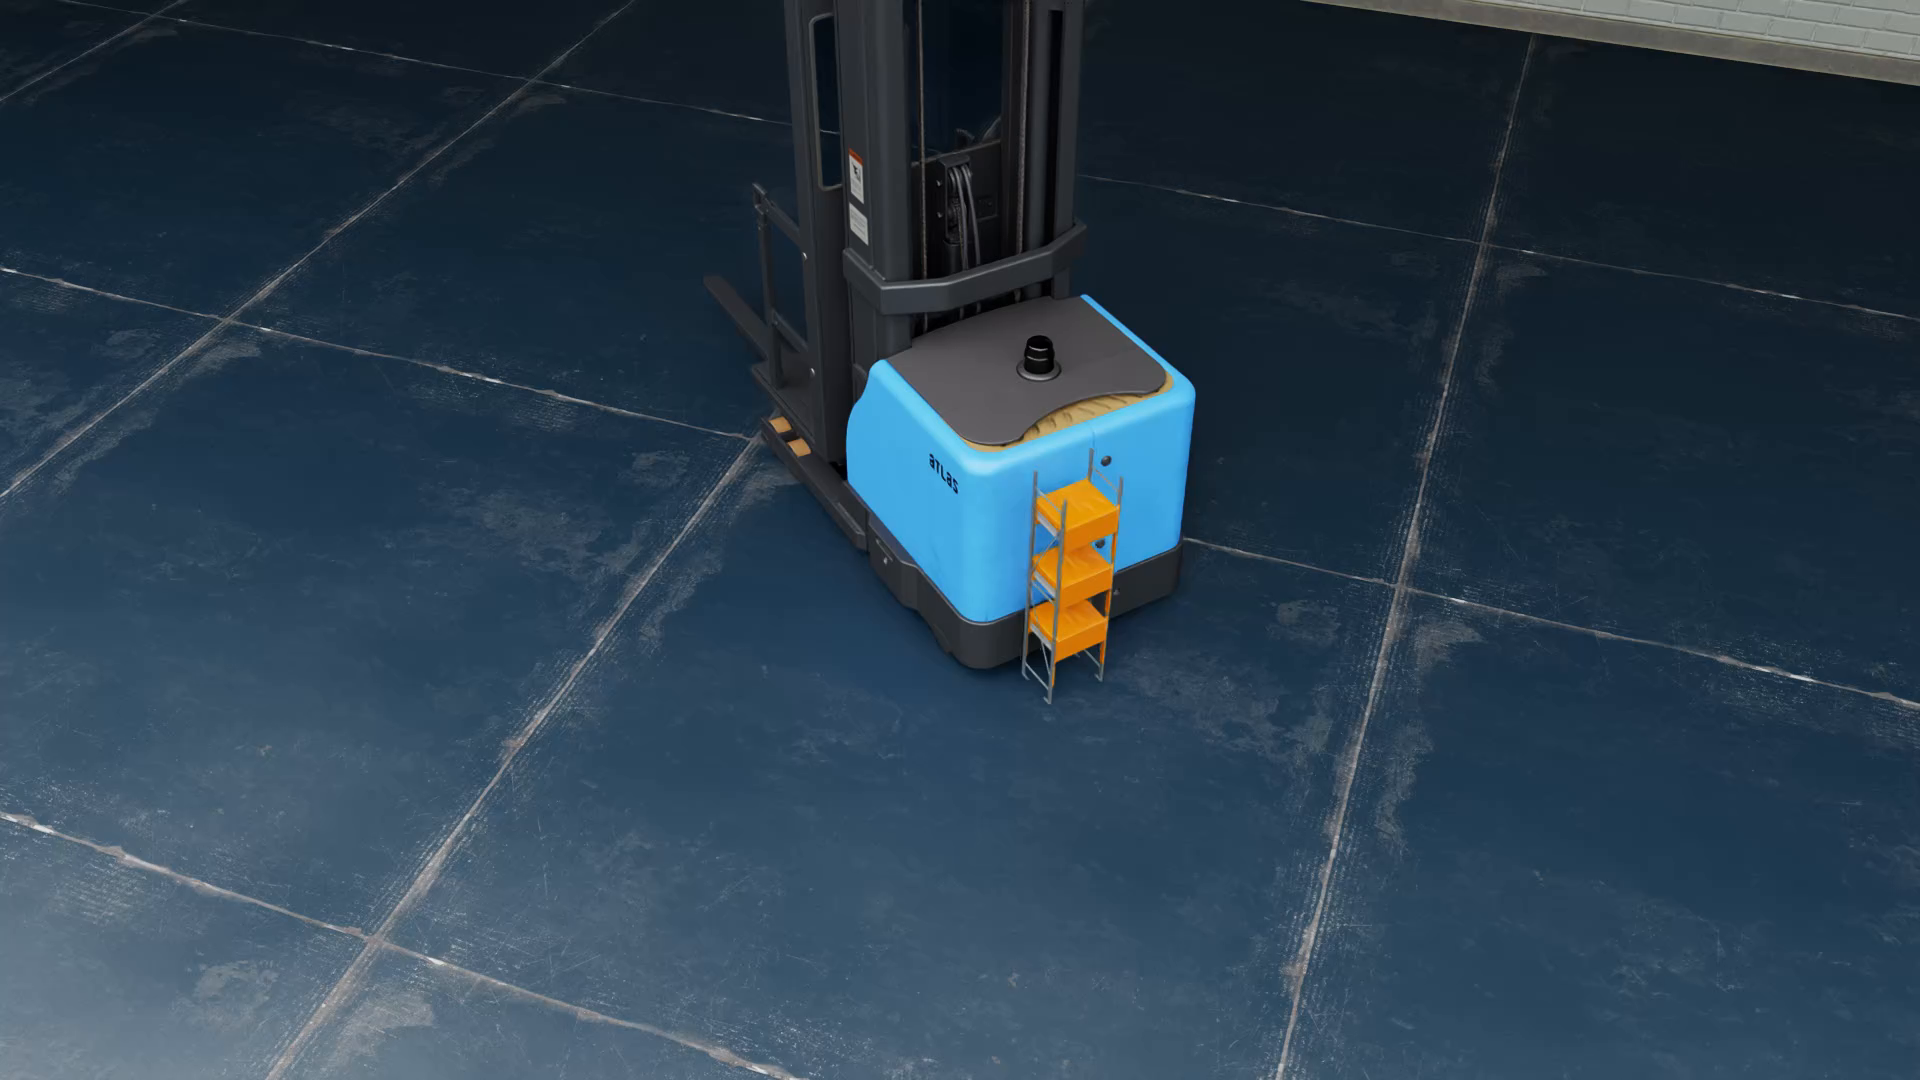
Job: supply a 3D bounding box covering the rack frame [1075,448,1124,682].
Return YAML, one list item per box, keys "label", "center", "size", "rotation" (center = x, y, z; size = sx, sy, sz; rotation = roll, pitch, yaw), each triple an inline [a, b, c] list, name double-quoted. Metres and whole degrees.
- label: "rack frame"
  center: [0.516, 0.114, 6.301]
  size: [0.008, 1.050, 0.200]
  rotation: [-22, 47, -24]

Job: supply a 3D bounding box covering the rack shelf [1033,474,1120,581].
- label: "rack shelf"
  center: [0.417, -0.047, 6.069]
  size: [0.240, 0.259, 0.215]
  rotation: [-22, 47, -24]

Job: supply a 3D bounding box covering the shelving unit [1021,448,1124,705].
- label: "shelving unit"
  center: [0.413, 0.156, 6.252]
  size: [0.252, 1.050, 0.215]
  rotation: [-22, 47, -24]

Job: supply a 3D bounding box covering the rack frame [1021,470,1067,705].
- label: "rack frame"
  center: [0.309, 0.198, 6.204]
  size: [0.008, 1.050, 0.200]
  rotation: [-22, 47, -24]

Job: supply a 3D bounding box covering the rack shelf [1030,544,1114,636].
- label: "rack shelf"
  center: [0.413, 0.164, 6.260]
  size: [0.240, 0.259, 0.215]
  rotation: [-22, 47, -24]

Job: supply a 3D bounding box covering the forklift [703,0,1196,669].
- label: "forklift"
  center: [-0.262, -1.547, 6.805]
  size: [1.130, 2.935, 3.031]
  rotation: [-21, 45, -22]

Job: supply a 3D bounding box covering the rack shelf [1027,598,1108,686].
- label: "rack shelf"
  center: [0.408, 0.370, 6.446]
  size: [0.240, 0.259, 0.215]
  rotation: [-22, 47, -24]
